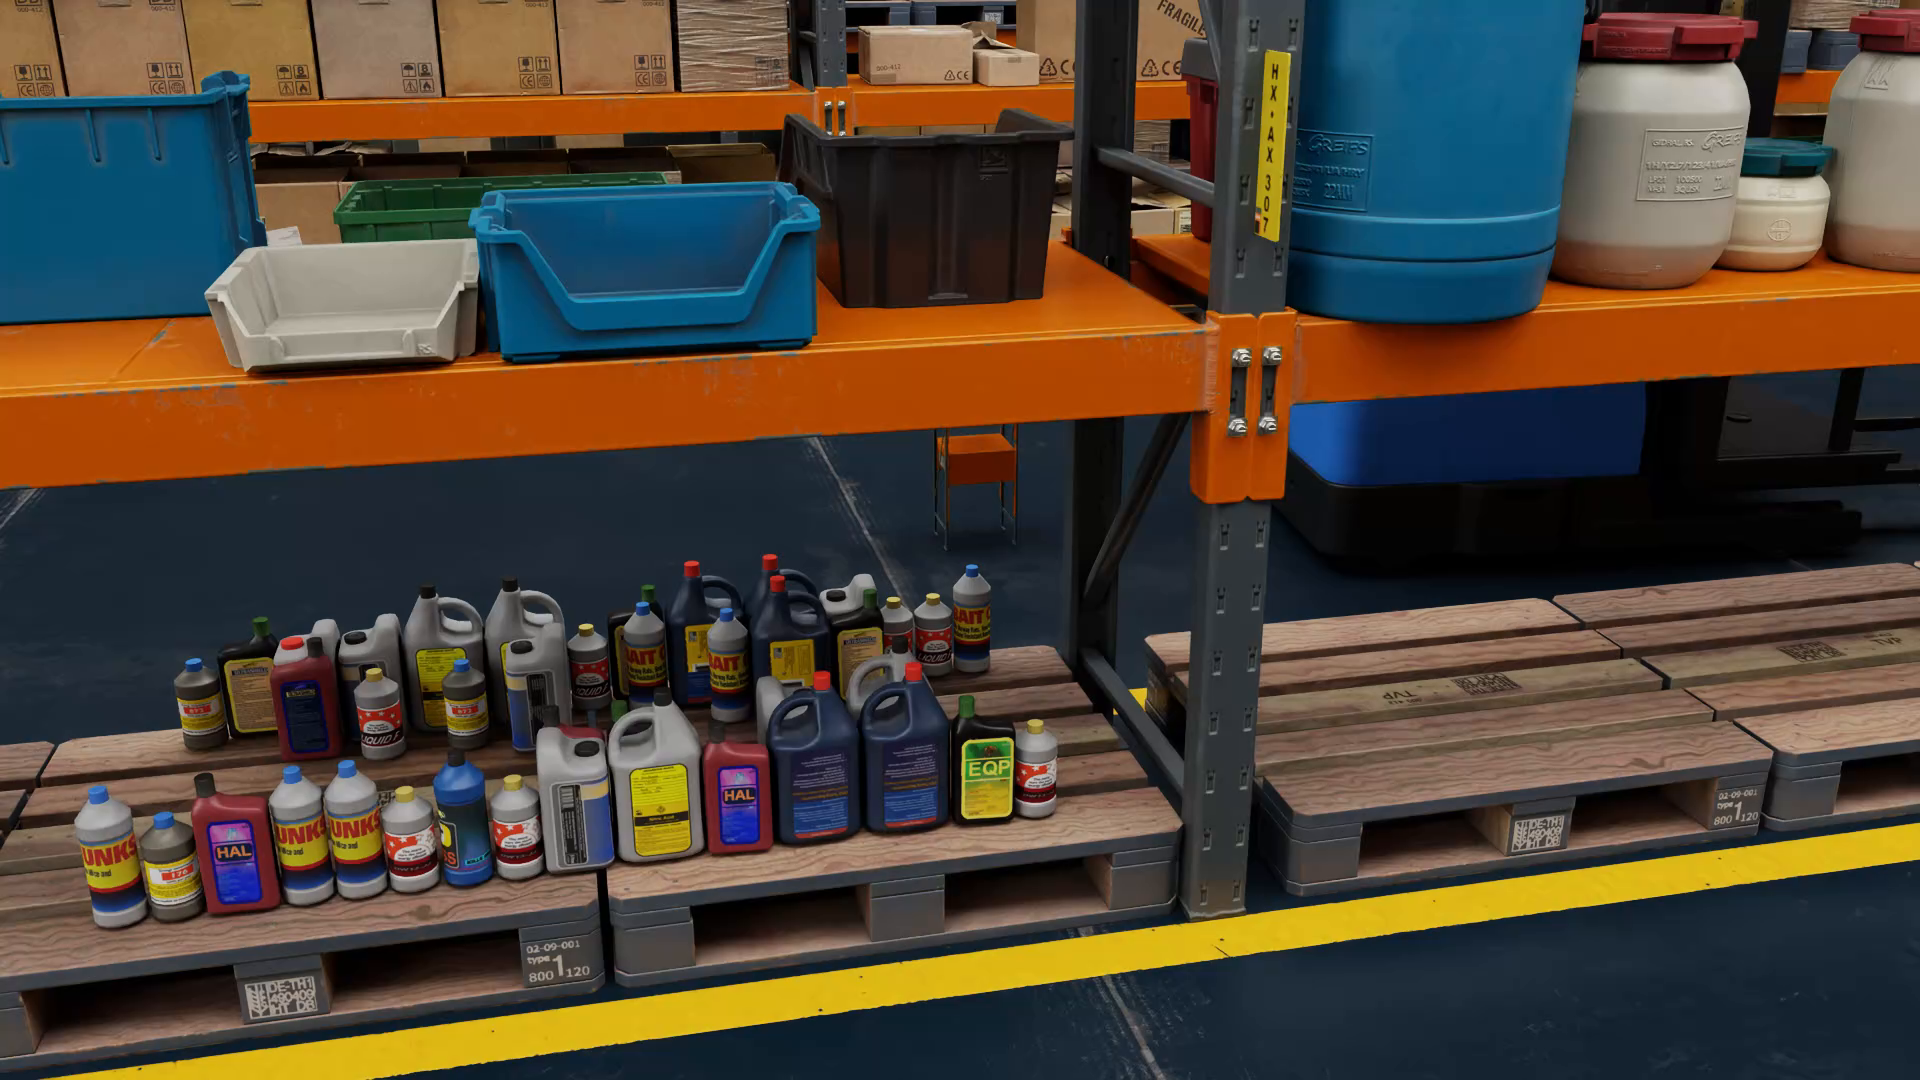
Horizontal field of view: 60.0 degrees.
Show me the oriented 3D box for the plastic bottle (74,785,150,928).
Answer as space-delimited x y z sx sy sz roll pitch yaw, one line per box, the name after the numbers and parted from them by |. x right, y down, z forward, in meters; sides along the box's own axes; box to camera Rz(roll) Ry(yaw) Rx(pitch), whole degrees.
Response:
-1.615 0.594 3.159 0.097 0.271 0.097 0 20 0 | plastic bottle

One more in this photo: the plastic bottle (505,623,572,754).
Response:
-0.978 0.335 3.858 0.135 0.276 0.152 -5 21 -12 | plastic bottle

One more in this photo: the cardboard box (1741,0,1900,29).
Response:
4.719 -3.073 9.087 0.500 0.500 0.700 -1 20 -2 | cardboard box

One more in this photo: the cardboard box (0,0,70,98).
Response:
-4.130 -2.179 7.258 0.500 0.500 0.700 -5 21 -12 | cardboard box

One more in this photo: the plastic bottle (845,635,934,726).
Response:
-0.152 0.378 3.632 0.185 0.351 0.144 -5 21 -12 | plastic bottle

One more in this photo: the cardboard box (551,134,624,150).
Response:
-2.839 -3.012 12.670 0.500 0.500 0.500 -6 21 -17 | cardboard box

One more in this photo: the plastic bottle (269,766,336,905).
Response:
-1.281 0.567 3.234 0.097 0.271 0.097 0 20 0 | plastic bottle

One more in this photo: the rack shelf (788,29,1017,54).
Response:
0.108 -3.895 13.132 4.000 0.370 1.077 -5 21 -12 | rack shelf

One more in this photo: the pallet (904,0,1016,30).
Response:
0.138 -4.130 13.008 1.213 0.211 1.003 -5 21 -12 | pallet

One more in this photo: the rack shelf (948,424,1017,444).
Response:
0.052 -0.487 5.649 0.240 0.259 0.215 -5 21 -12 | rack shelf

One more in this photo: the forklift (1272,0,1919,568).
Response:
2.624 -1.496 5.638 3.031 2.935 1.130 -3 20 -7 | forklift

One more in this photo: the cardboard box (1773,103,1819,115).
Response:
7.188 -3.794 14.836 0.500 0.500 0.700 -5 21 -13 | cardboard box

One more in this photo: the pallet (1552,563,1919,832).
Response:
2.387 0.378 4.475 1.213 0.211 1.003 -5 21 -12 | pallet

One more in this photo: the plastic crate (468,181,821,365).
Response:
-0.573 -0.510 3.061 0.616 0.251 0.499 -5 21 -12 | plastic crate

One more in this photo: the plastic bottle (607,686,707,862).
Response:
-0.620 0.467 3.389 0.185 0.351 0.144 -5 21 -13 | plastic bottle

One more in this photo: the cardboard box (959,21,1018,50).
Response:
0.119 -2.484 8.431 0.258 0.266 0.396 -5 21 -14 | cardboard box

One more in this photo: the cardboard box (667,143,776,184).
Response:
-1.218 -1.743 8.508 0.500 0.500 0.500 -5 21 -12 | cardboard box

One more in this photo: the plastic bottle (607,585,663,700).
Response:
-0.793 0.250 4.081 0.133 0.283 0.061 -4 20 -10 | plastic bottle

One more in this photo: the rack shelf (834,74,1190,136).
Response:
1.252 -2.237 8.606 4.000 0.370 1.077 -5 21 -12 | rack shelf

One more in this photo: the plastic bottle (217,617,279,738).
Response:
-1.655 0.320 3.890 0.133 0.283 0.061 -4 21 -11 | plastic bottle

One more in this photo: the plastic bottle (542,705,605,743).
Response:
-0.804 0.475 3.467 0.133 0.283 0.061 -5 21 -12 | plastic bottle

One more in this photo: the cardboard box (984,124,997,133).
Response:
0.361 -3.299 13.453 0.500 0.500 0.700 -5 21 -13 | cardboard box

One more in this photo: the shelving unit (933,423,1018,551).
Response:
0.052 -0.497 5.646 0.252 1.050 0.215 -5 21 -12 | shelving unit

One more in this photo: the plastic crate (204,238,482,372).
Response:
-1.080 -0.421 2.986 0.437 0.136 0.530 -5 21 -12 | plastic crate

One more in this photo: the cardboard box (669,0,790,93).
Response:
-1.125 -2.426 7.931 0.500 0.500 0.700 -5 21 -14 | cardboard box

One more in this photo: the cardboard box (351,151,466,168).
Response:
-2.677 -1.623 8.182 0.500 0.500 0.500 -5 21 -12 | cardboard box

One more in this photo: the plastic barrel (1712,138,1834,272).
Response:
1.765 -0.747 3.693 0.301 0.262 0.301 0 20 0 | plastic barrel

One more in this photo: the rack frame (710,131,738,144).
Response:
-1.838 -4.074 12.576 0.127 3.000 1.000 -5 21 -12 | rack frame

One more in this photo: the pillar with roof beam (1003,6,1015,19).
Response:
1.581 -5.953 8.984 0.400 9.000 9.100 -5 21 -12 | pillar with roof beam

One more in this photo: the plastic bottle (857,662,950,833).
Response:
-0.119 0.427 3.501 0.185 0.351 0.144 -5 21 -14 | plastic bottle

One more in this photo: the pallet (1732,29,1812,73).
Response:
3.842 -2.720 9.158 1.003 0.211 1.213 -5 21 -12 | pallet

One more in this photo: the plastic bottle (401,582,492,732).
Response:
-1.218 0.267 3.935 0.185 0.351 0.144 -4 20 -10 | plastic bottle

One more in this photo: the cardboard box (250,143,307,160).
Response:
-5.037 -2.726 12.166 0.500 0.311 0.500 -7 21 -19 | cardboard box

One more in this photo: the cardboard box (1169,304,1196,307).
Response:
1.251 -1.393 8.644 0.500 0.250 0.500 -4 21 -11 | cardboard box

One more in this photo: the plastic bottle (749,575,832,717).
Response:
-0.406 0.252 3.976 0.185 0.351 0.144 -5 21 -12 | plastic bottle

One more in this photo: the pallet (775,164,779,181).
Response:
-1.081 -2.827 13.225 1.213 0.211 1.003 -5 21 -12 | pallet

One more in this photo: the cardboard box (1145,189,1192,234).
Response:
1.261 -1.657 8.550 0.500 0.311 0.500 -4 21 -11 | cardboard box

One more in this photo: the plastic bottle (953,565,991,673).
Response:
0.031 0.195 4.248 0.097 0.271 0.097 0 20 0 | plastic bottle

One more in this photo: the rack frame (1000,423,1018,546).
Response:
0.171 -0.507 5.672 0.008 1.050 0.200 -5 21 -12 | rack frame

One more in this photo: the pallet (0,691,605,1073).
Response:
-1.411 0.688 3.629 1.213 0.211 1.003 -5 21 -12 | pallet

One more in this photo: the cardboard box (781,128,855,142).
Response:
-1.126 -3.171 13.105 0.500 0.500 0.700 -4 20 -11 | cardboard box

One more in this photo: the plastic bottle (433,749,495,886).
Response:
-0.987 0.543 3.299 0.097 0.271 0.097 0 20 0 | plastic bottle

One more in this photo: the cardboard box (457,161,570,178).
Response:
-2.071 -1.488 7.813 0.500 0.500 0.500 -5 21 -12 | cardboard box

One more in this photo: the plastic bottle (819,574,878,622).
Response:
-0.278 0.228 4.153 0.135 0.276 0.152 -4 20 -11 | plastic bottle

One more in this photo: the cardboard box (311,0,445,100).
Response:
-2.624 -2.303 7.595 0.500 0.500 0.700 -4 21 -11 | cardboard box
